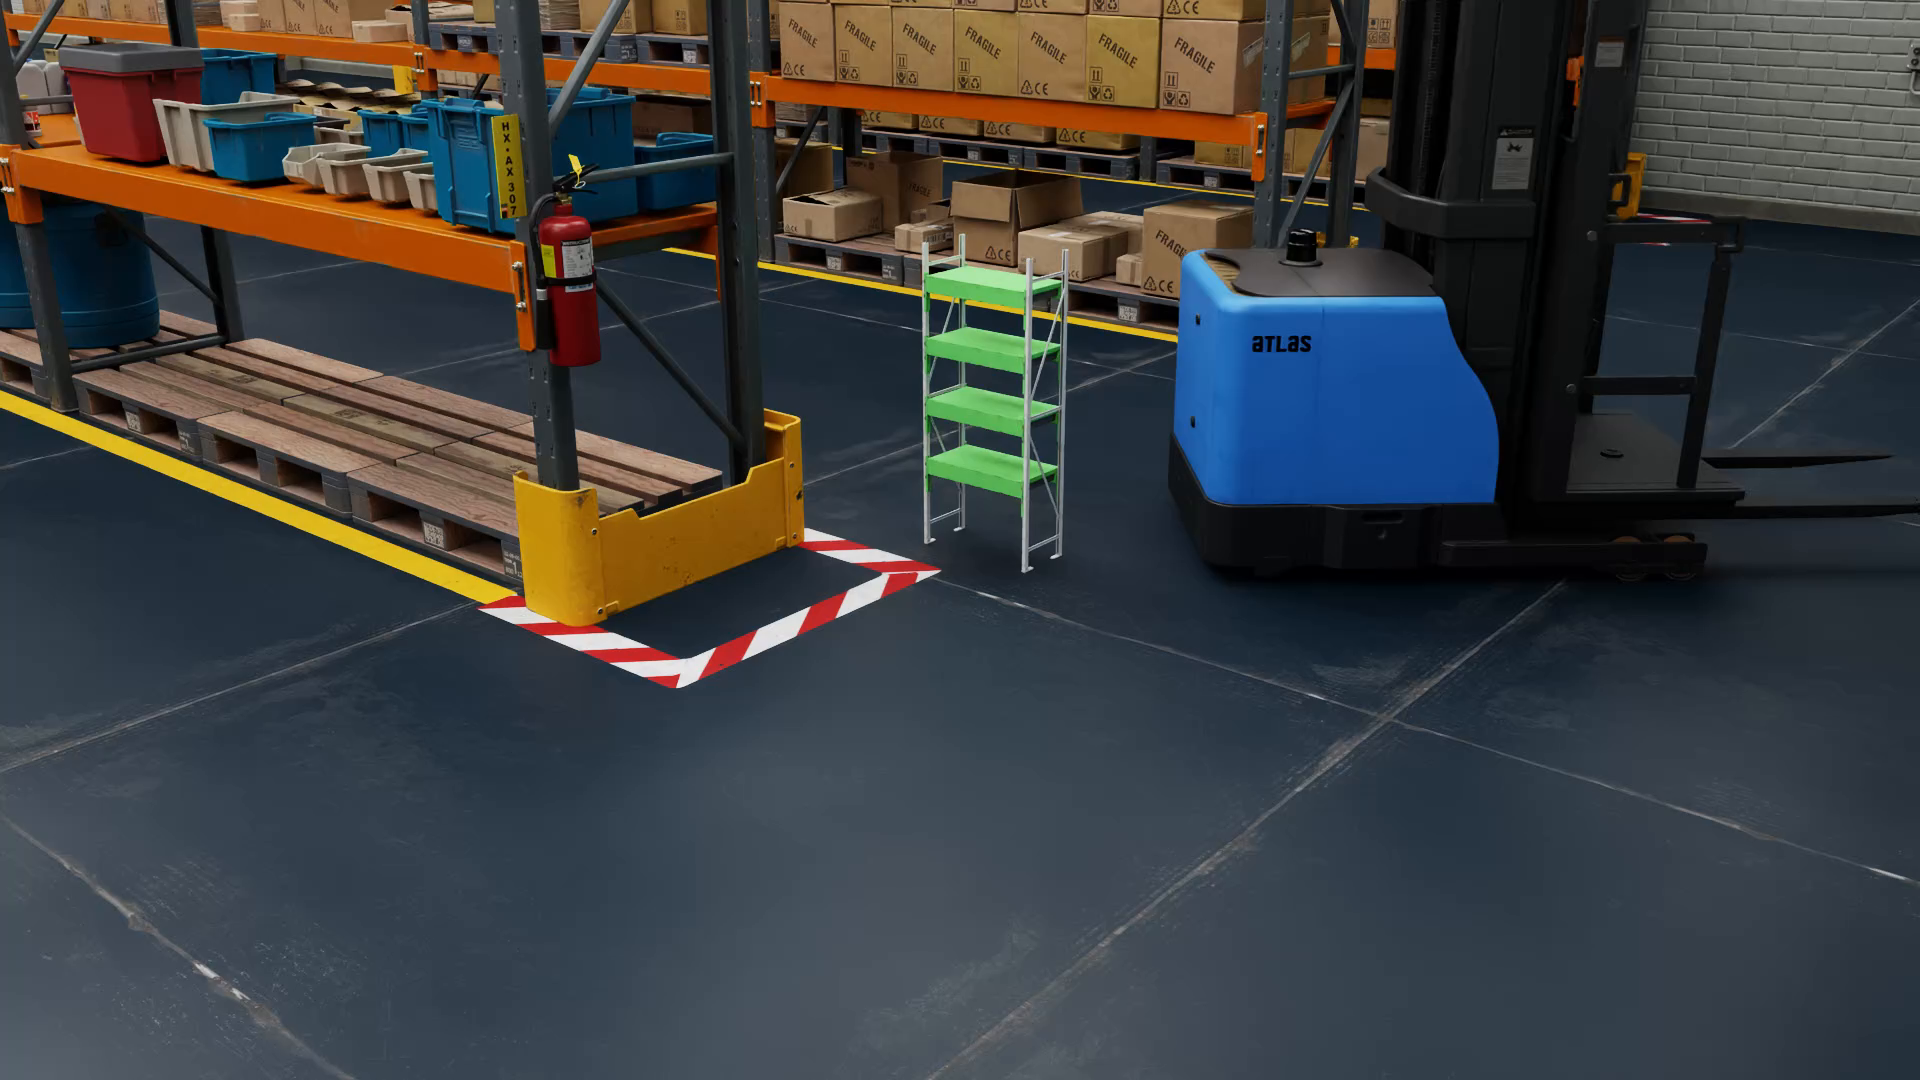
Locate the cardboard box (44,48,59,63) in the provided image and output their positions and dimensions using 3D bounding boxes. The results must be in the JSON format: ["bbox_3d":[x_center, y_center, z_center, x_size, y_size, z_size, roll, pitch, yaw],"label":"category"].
[{"bbox_3d":[-9.723,-5.180,18.391,0.500,0.500,0.500,16,26,36],"label":"cardboard box"}]

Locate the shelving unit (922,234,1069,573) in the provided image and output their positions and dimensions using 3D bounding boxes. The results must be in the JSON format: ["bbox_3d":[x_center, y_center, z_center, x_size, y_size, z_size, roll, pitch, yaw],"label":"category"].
[{"bbox_3d":[0.128,-0.524,6.359,0.503,1.200,0.258,16,26,36],"label":"shelving unit"}]

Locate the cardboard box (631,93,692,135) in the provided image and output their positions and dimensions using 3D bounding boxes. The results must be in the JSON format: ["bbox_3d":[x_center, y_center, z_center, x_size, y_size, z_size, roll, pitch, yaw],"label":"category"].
[{"bbox_3d":[-2.474,-3.430,13.368,0.500,0.250,0.500,15,26,35],"label":"cardboard box"}]

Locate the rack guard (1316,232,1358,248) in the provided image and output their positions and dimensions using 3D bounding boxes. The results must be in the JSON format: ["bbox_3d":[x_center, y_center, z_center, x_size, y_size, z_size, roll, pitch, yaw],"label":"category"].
[{"bbox_3d":[1.950,-1.488,9.905,0.348,0.500,1.175,16,26,36],"label":"rack guard"}]

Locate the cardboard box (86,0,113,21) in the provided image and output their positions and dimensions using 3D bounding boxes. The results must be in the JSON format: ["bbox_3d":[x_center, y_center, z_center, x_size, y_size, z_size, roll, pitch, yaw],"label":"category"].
[{"bbox_3d":[-8.832,-5.805,17.668,0.500,0.500,0.700,17,27,38],"label":"cardboard box"}]

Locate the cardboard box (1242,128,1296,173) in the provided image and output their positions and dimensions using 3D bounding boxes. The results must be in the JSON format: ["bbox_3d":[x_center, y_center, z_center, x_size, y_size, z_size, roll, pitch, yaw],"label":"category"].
[{"bbox_3d":[2.941,-3.607,14.930,0.500,0.500,0.700,16,26,36],"label":"cardboard box"}]

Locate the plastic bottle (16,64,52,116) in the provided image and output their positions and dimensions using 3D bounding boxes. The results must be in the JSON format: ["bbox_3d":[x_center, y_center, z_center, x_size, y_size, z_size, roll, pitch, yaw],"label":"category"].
[{"bbox_3d":[-5.156,-2.494,9.207,0.135,0.276,0.152,16,26,36],"label":"plastic bottle"}]

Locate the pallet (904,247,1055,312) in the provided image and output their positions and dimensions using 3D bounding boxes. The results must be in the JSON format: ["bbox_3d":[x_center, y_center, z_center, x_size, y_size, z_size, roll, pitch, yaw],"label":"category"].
[{"bbox_3d":[0.391,-1.803,11.149,1.213,0.211,1.003,16,26,36],"label":"pallet"}]

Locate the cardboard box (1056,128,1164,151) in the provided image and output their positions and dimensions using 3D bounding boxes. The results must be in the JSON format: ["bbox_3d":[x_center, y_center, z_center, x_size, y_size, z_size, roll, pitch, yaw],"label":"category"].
[{"bbox_3d":[1.454,-4.188,15.975,0.750,0.750,0.750,16,26,37],"label":"cardboard box"}]

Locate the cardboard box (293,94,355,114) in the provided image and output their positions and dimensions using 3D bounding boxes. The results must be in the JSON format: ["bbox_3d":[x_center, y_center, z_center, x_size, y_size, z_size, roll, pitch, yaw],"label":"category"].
[{"bbox_3d":[-5.933,-3.987,15.497,0.500,0.311,0.500,17,26,38],"label":"cardboard box"}]

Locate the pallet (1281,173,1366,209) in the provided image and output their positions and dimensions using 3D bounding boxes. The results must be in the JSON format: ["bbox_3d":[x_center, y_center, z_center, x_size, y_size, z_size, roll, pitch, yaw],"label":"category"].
[{"bbox_3d":[3.528,-3.120,14.643,1.213,0.211,1.003,16,26,36],"label":"pallet"}]

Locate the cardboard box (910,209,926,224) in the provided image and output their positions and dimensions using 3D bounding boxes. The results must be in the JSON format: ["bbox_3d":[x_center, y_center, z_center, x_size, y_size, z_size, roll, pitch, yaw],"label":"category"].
[{"bbox_3d":[-0.141,-2.288,11.901,0.250,0.149,0.380,16,26,36],"label":"cardboard box"}]

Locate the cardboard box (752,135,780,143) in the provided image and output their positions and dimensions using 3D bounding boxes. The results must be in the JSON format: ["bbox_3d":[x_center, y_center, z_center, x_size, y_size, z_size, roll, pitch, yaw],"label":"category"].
[{"bbox_3d":[-1.731,-2.860,12.920,0.500,0.500,0.500,17,26,37],"label":"cardboard box"}]

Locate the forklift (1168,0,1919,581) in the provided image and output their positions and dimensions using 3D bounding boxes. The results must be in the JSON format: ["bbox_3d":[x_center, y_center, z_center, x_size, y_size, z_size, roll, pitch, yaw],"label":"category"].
[{"bbox_3d":[2.412,-1.403,6.235,3.031,2.935,1.130,-1,21,-2],"label":"forklift"}]

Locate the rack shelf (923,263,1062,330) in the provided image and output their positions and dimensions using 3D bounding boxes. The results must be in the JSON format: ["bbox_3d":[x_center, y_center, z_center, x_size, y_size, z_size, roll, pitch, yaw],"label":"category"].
[{"bbox_3d":[0.128,-0.914,6.212,0.480,0.148,0.258,16,26,36],"label":"rack shelf"}]

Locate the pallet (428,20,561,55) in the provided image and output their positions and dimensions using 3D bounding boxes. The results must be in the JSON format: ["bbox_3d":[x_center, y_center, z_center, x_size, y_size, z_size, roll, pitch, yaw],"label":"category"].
[{"bbox_3d":[-3.619,-4.204,13.836,1.003,0.211,1.213,16,26,36],"label":"pallet"}]

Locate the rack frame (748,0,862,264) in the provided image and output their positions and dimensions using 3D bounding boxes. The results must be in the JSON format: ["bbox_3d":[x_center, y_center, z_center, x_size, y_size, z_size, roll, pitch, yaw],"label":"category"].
[{"bbox_3d":[-1.090,-3.533,11.786,0.127,3.000,1.000,16,26,36],"label":"rack frame"}]

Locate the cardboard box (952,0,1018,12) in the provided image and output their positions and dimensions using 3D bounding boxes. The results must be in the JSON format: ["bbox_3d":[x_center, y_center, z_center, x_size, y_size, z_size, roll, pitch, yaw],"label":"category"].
[{"bbox_3d":[0.296,-3.521,10.195,0.500,0.500,0.500,17,27,38],"label":"cardboard box"}]

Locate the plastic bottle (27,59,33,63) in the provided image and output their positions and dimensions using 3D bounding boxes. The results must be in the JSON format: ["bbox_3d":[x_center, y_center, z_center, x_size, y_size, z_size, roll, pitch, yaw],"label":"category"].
[{"bbox_3d":[-5.312,-2.619,9.544,0.097,0.271,0.097,0,21,0],"label":"plastic bottle"}]

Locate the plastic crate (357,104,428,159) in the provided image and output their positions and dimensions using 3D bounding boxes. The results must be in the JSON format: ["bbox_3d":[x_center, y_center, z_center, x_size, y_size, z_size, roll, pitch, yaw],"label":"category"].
[{"bbox_3d":[-2.362,-1.743,7.191,0.300,0.233,0.416,16,26,36],"label":"plastic crate"}]

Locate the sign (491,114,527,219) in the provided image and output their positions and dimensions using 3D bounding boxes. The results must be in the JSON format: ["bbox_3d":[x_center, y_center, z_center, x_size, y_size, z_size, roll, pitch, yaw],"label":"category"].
[{"bbox_3d":[-1.461,-1.210,5.394,0.005,0.325,0.100,16,26,36],"label":"sign"}]

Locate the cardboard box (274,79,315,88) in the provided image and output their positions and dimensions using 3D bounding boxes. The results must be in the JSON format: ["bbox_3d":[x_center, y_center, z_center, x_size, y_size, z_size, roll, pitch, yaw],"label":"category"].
[{"bbox_3d":[-6.793,-4.478,16.799,0.500,0.311,0.500,16,26,36],"label":"cardboard box"}]

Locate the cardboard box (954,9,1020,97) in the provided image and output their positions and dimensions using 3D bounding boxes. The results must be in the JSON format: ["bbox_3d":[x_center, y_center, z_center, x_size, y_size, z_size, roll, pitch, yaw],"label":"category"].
[{"bbox_3d":[0.312,-3.053,10.371,0.500,0.500,0.500,16,26,36],"label":"cardboard box"}]

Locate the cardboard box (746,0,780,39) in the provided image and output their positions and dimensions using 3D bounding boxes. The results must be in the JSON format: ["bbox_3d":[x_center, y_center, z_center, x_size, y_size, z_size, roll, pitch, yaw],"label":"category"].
[{"bbox_3d":[-1.315,-3.943,12.137,0.500,0.500,0.700,7,22,18],"label":"cardboard box"}]

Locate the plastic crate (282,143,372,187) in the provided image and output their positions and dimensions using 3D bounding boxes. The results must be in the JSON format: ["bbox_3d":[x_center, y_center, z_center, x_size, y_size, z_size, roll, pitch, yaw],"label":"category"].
[{"bbox_3d":[-2.560,-1.510,6.709,0.250,0.136,0.298,16,26,36],"label":"plastic crate"}]

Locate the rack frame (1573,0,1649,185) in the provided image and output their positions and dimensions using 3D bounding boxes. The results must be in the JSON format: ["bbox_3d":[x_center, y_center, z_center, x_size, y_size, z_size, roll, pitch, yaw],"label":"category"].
[{"bbox_3d":[5.138,-3.996,13.012,0.127,3.000,1.000,16,26,36],"label":"rack frame"}]

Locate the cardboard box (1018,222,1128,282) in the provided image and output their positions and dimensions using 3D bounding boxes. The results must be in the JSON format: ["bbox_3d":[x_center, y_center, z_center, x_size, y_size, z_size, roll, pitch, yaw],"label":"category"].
[{"bbox_3d":[0.715,-1.834,10.554,0.500,0.250,0.500,16,26,36],"label":"cardboard box"}]

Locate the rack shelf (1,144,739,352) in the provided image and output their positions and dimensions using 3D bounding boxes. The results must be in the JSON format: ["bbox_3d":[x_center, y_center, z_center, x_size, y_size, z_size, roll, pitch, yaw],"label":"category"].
[{"bbox_3d":[-2.675,-1.397,7.141,4.000,0.370,1.077,16,26,36],"label":"rack shelf"}]

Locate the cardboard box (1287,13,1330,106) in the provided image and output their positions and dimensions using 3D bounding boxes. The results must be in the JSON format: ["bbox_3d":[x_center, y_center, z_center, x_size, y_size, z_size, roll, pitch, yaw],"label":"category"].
[{"bbox_3d":[1.832,-2.858,9.855,0.500,0.500,0.500,17,26,37],"label":"cardboard box"}]

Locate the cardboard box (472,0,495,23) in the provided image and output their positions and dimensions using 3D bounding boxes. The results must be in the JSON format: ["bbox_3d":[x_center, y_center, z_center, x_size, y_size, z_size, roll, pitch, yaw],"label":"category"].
[{"bbox_3d":[-3.630,-4.559,13.770,0.500,0.500,0.700,7,22,18],"label":"cardboard box"}]

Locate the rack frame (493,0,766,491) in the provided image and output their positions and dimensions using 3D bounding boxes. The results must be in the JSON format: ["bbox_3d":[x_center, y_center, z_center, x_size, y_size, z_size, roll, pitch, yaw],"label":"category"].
[{"bbox_3d":[-1.126,-1.287,5.831,0.127,3.000,1.000,16,26,36],"label":"rack frame"}]

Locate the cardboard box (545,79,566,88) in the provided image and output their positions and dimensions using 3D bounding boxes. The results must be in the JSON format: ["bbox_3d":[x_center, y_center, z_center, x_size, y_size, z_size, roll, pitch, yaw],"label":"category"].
[{"bbox_3d":[-4.988,-5.930,21.061,0.500,0.500,0.500,14,25,32],"label":"cardboard box"}]

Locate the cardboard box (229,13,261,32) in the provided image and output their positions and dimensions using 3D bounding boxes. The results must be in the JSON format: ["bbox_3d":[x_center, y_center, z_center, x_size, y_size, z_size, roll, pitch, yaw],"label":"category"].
[{"bbox_3d":[-6.731,-4.947,15.891,0.250,0.149,0.380,16,26,36],"label":"cardboard box"}]

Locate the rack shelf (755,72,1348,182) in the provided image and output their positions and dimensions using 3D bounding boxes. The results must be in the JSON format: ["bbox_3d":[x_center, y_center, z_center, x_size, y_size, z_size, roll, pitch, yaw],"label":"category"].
[{"bbox_3d":[0.460,-2.750,10.730,4.000,0.370,1.077,16,26,36],"label":"rack shelf"}]

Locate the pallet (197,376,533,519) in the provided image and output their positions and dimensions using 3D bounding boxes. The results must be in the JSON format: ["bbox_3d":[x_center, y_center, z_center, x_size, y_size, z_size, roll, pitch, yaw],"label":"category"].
[{"bbox_3d":[-2.681,-0.450,7.561,1.213,0.211,1.003,16,26,36],"label":"pallet"}]

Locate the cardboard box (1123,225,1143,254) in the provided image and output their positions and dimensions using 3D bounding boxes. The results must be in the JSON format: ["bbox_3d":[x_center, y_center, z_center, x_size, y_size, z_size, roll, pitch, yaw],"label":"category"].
[{"bbox_3d":[1.380,-1.870,10.650,0.500,0.250,0.500,16,26,36],"label":"cardboard box"}]

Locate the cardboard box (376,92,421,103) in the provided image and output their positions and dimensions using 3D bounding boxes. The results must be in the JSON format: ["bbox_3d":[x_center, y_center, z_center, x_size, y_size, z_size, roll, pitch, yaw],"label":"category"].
[{"bbox_3d":[-5.215,-4.024,15.595,0.500,0.311,0.500,15,25,35],"label":"cardboard box"}]

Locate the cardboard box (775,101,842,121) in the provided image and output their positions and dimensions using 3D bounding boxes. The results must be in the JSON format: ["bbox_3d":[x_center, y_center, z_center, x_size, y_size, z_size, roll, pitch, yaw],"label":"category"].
[{"bbox_3d":[-1.650,-4.963,18.497,0.500,0.500,0.700,17,26,37],"label":"cardboard box"}]

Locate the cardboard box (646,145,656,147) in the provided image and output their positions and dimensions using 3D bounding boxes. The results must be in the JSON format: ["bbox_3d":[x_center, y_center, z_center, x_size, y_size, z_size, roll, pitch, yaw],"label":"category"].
[{"bbox_3d":[-2.031,-2.714,12.532,0.500,0.500,0.500,16,26,36],"label":"cardboard box"}]

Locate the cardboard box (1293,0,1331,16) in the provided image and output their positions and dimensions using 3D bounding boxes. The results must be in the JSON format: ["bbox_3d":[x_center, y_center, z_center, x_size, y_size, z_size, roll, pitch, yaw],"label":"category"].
[{"bbox_3d":[1.832,-3.326,9.679,0.500,0.500,0.500,17,27,38],"label":"cardboard box"}]

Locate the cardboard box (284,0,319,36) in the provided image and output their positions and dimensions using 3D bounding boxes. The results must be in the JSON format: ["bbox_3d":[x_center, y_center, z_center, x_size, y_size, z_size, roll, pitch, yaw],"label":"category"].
[{"bbox_3d":[-5.907,-4.960,15.427,0.500,0.500,0.500,16,26,36],"label":"cardboard box"}]

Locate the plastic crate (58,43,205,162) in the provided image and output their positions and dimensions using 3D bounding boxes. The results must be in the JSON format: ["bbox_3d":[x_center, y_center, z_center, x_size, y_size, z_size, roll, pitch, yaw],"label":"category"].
[{"bbox_3d":[-3.692,-1.970,7.466,0.583,0.464,0.402,16,26,36],"label":"plastic crate"}]

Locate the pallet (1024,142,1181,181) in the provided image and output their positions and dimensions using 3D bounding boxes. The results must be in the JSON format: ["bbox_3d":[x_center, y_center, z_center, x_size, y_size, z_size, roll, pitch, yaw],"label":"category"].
[{"bbox_3d":[1.394,-3.735,16.273,1.213,0.211,1.003,16,26,36],"label":"pallet"}]

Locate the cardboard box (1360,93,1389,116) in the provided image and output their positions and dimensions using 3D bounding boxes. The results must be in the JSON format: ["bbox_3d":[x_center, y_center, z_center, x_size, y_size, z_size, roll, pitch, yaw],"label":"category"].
[{"bbox_3d":[3.577,-3.821,14.577,0.250,0.149,0.380,16,26,35],"label":"cardboard box"}]

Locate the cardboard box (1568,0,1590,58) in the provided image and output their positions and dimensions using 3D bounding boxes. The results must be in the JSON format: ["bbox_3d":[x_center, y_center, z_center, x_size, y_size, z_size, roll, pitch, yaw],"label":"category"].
[{"bbox_3d":[4.737,-4.247,13.254,0.700,0.700,0.980,18,27,39],"label":"cardboard box"}]

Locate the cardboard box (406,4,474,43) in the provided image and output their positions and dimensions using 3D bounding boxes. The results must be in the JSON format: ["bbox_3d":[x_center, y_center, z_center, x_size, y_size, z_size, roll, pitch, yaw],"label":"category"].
[{"bbox_3d":[-4.443,-4.477,14.415,0.500,0.311,0.500,18,27,40],"label":"cardboard box"}]
